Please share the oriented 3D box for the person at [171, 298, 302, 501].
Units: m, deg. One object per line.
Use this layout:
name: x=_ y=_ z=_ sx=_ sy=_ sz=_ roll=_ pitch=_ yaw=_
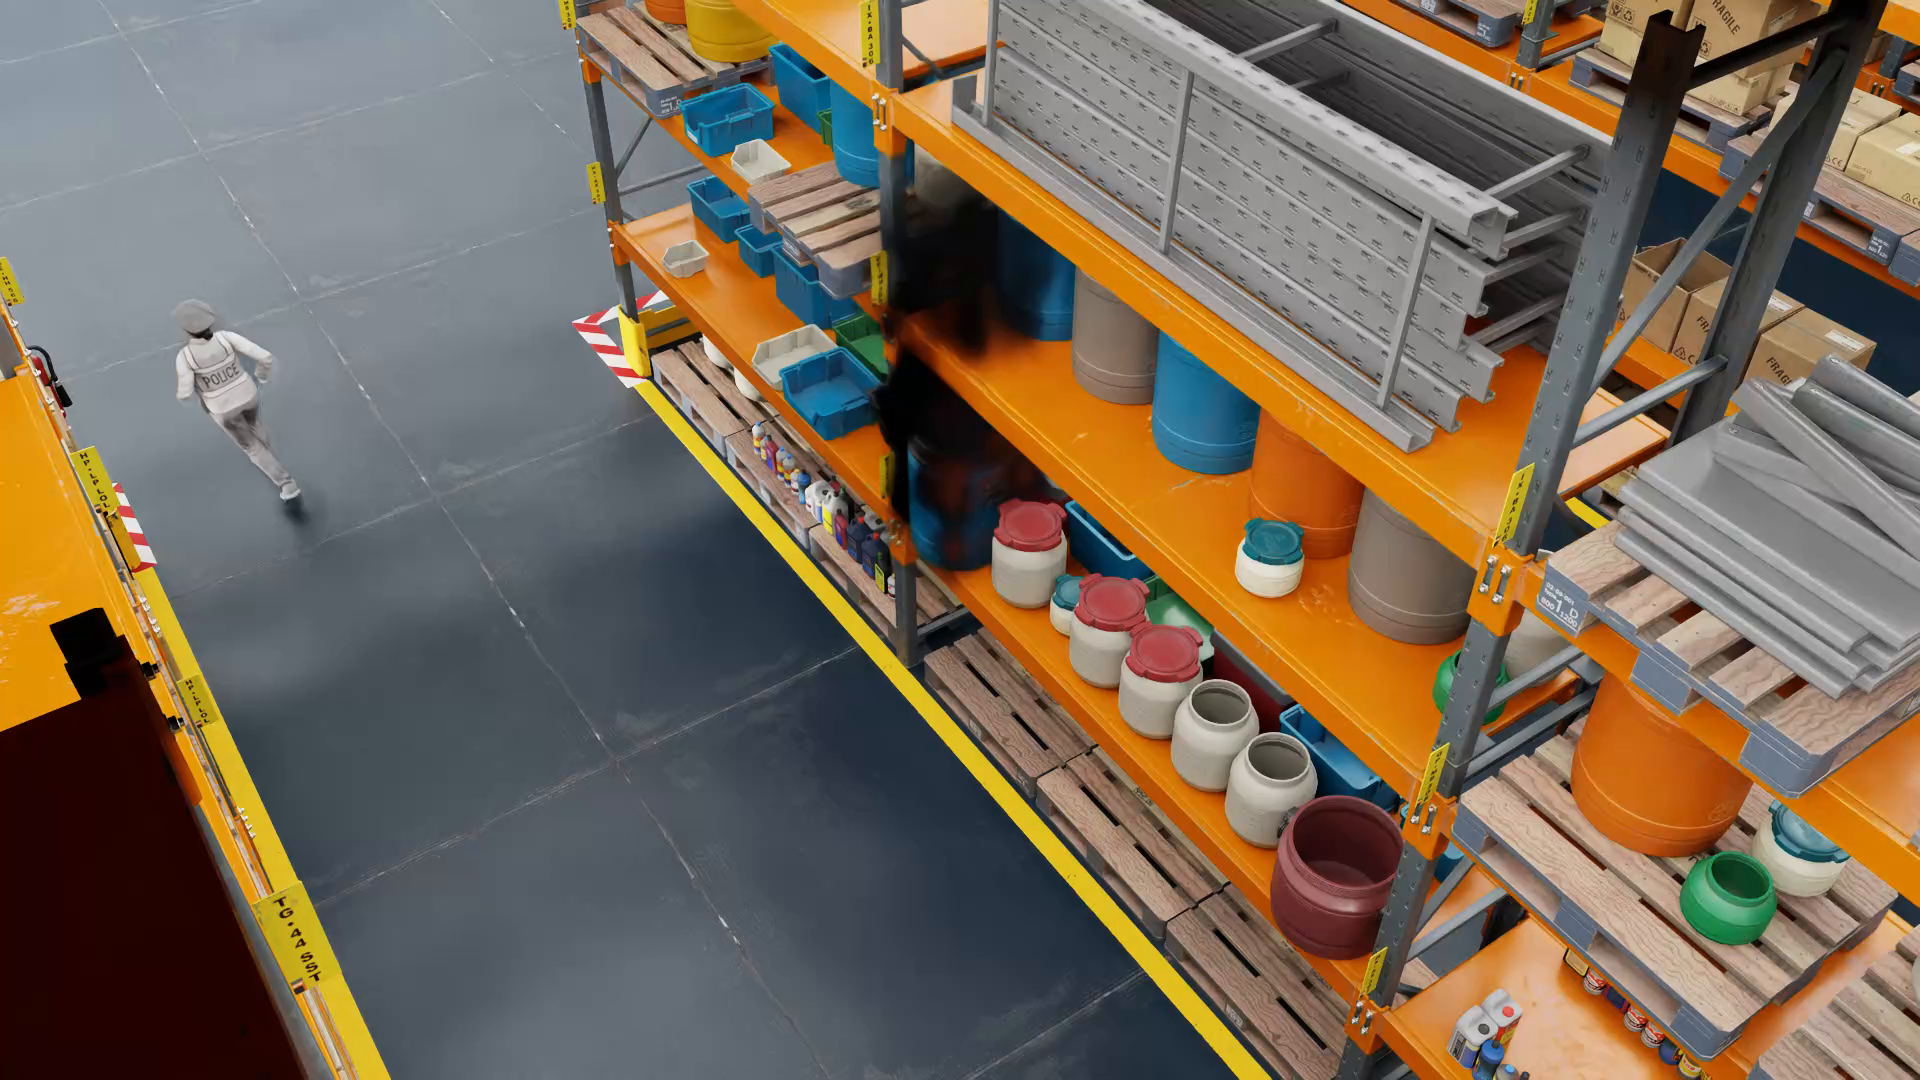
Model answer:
person: x=-5.078 y=-0.954 z=11.568 sx=0.861 sy=1.687 sz=0.643 roll=33 pitch=52 yaw=31
